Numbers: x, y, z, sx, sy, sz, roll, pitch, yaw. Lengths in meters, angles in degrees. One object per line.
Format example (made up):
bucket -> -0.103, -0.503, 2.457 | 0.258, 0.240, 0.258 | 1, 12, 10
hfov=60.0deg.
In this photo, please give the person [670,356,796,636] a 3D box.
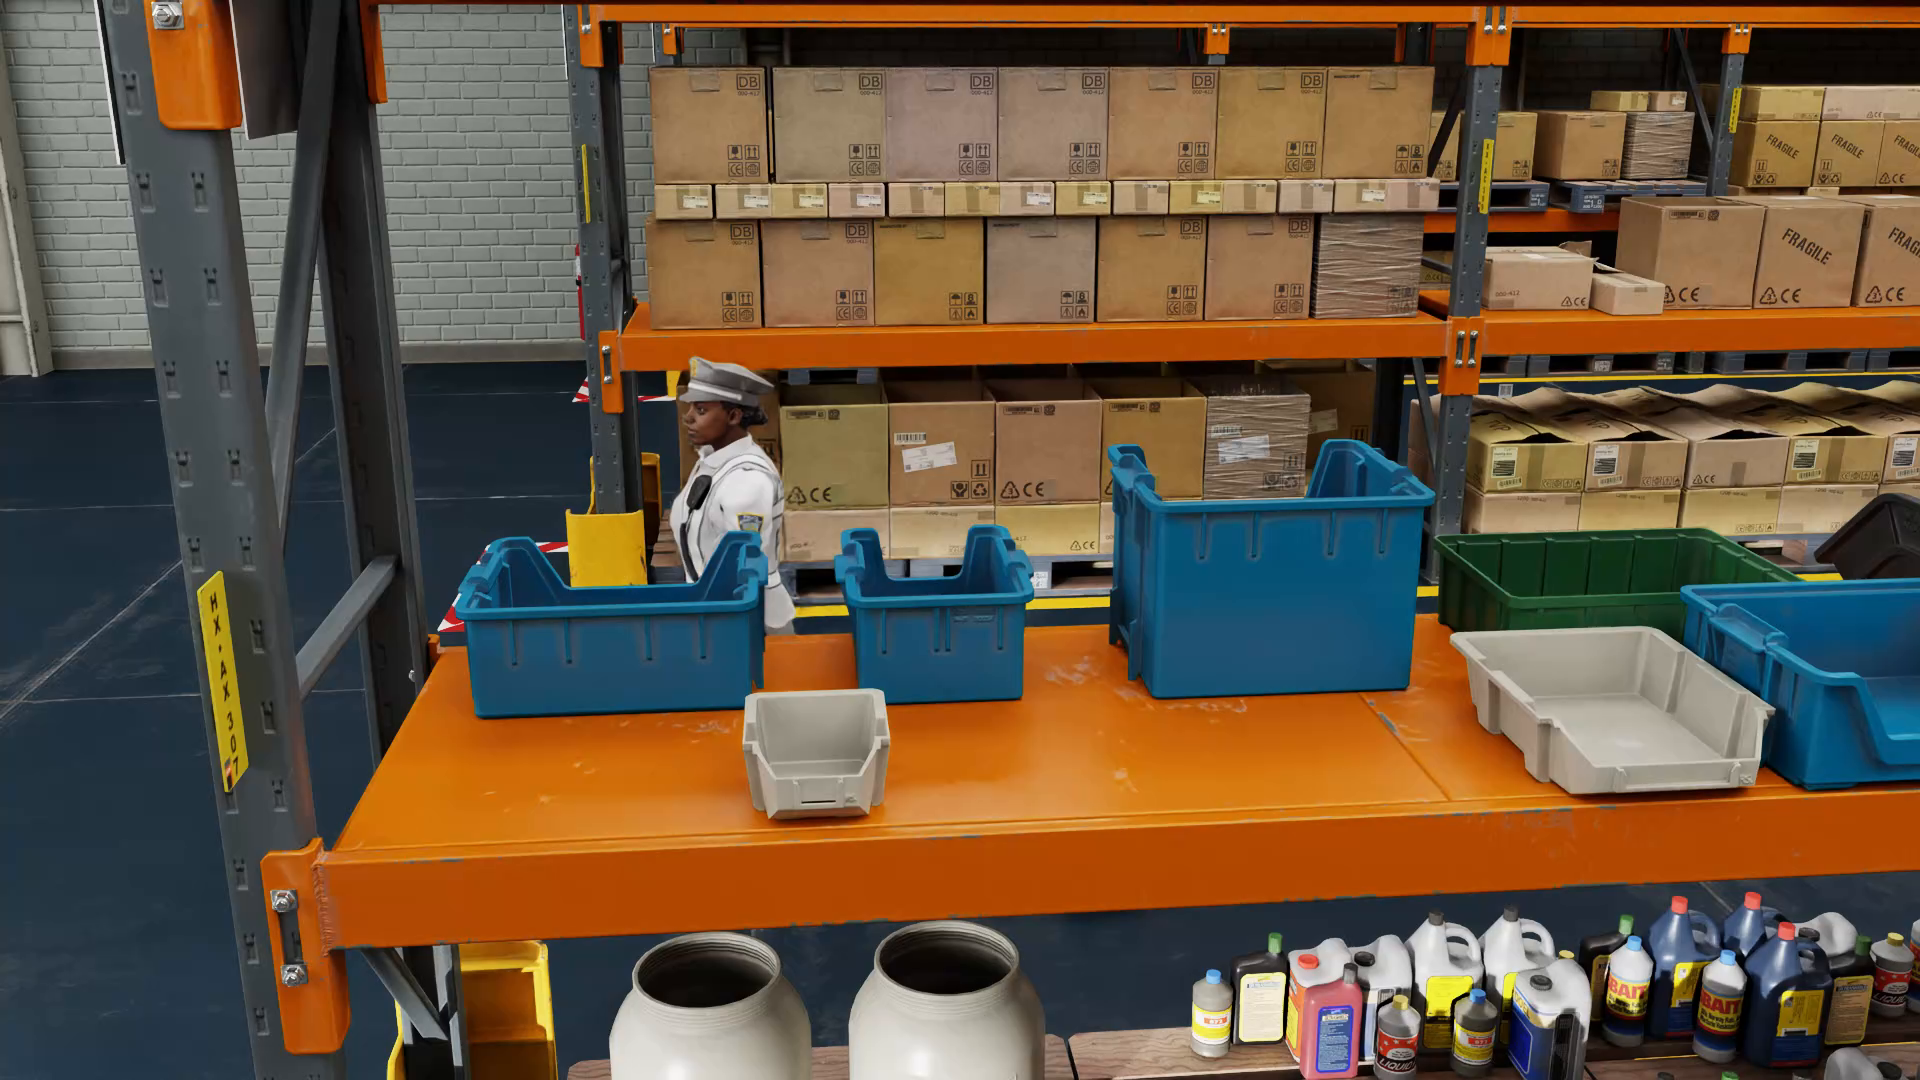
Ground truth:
person -> -0.698, 0.299, 5.010 | 0.466, 1.731, 0.483 | -7, 18, -22
